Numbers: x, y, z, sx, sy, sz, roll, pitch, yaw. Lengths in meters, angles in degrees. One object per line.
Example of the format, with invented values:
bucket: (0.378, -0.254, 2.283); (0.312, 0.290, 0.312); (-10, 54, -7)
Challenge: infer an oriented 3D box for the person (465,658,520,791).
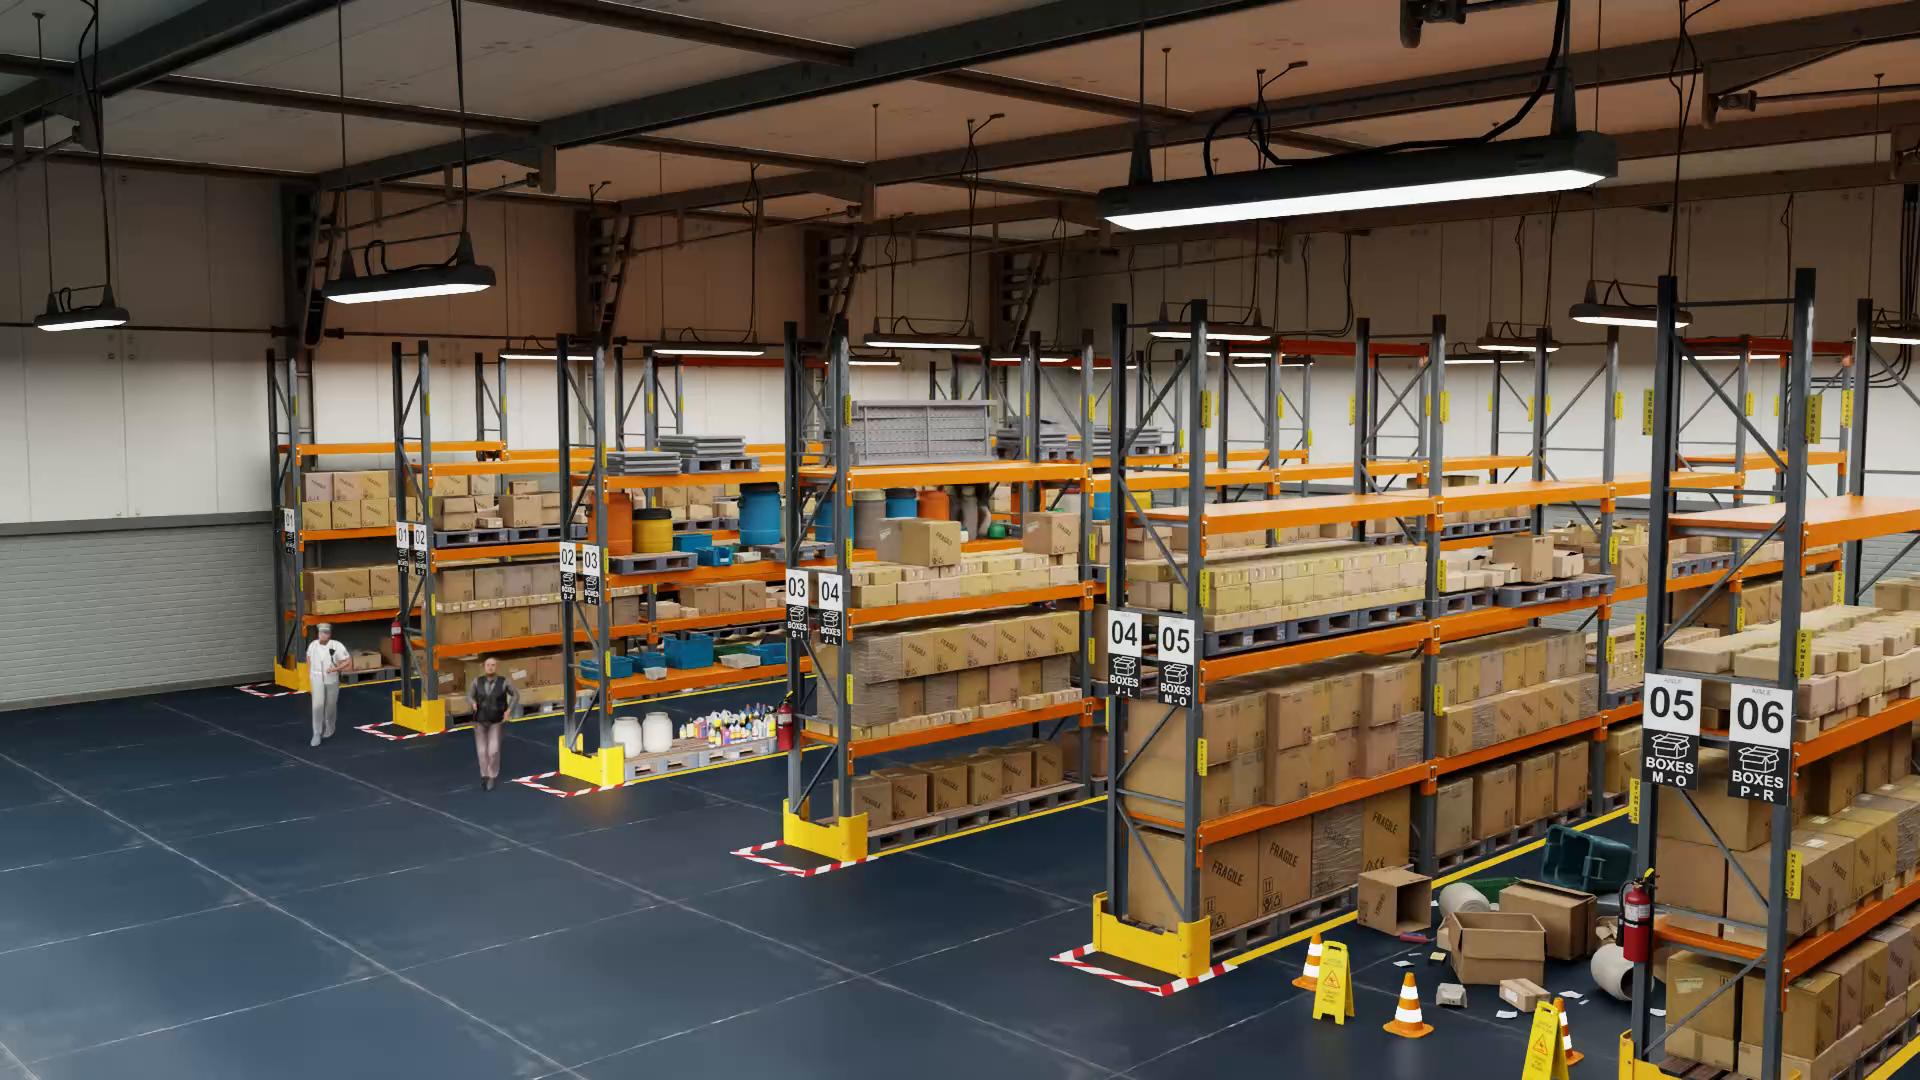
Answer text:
person: (-6.165, 2.427, 21.847); (0.674, 1.746, 0.628); (0, 5, -2)

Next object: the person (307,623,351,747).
person: (-9.449, 2.119, 24.874); (0.651, 1.804, 0.796); (-1, 5, -12)
